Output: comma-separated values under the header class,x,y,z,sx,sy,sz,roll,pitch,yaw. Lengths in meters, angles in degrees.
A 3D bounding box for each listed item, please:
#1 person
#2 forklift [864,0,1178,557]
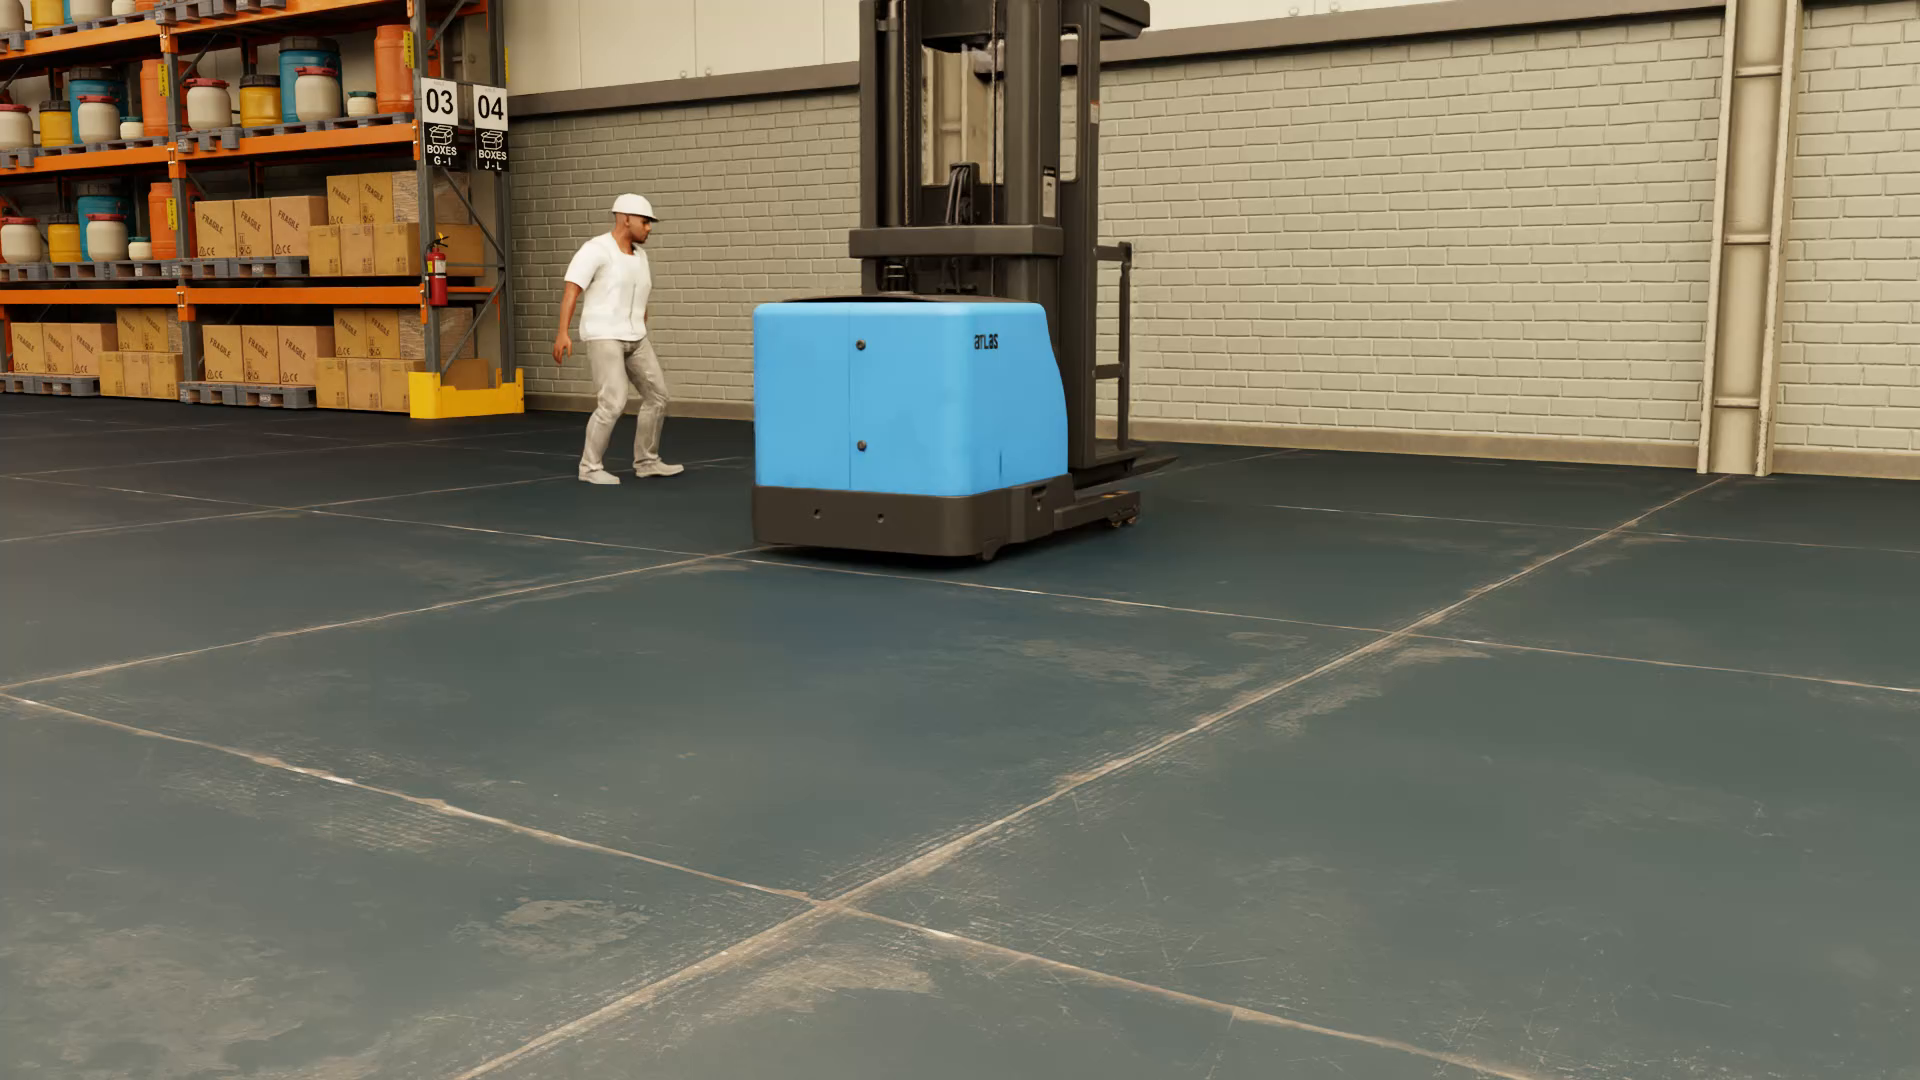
class,x,y,z,sx,sy,sz,roll,pitch,yaw
person,-2.043,-1.206,10.014,0.460,1.731,0.893,4,9,29
forklift,0.239,-1.531,7.962,1.121,2.935,3.031,4,9,27
